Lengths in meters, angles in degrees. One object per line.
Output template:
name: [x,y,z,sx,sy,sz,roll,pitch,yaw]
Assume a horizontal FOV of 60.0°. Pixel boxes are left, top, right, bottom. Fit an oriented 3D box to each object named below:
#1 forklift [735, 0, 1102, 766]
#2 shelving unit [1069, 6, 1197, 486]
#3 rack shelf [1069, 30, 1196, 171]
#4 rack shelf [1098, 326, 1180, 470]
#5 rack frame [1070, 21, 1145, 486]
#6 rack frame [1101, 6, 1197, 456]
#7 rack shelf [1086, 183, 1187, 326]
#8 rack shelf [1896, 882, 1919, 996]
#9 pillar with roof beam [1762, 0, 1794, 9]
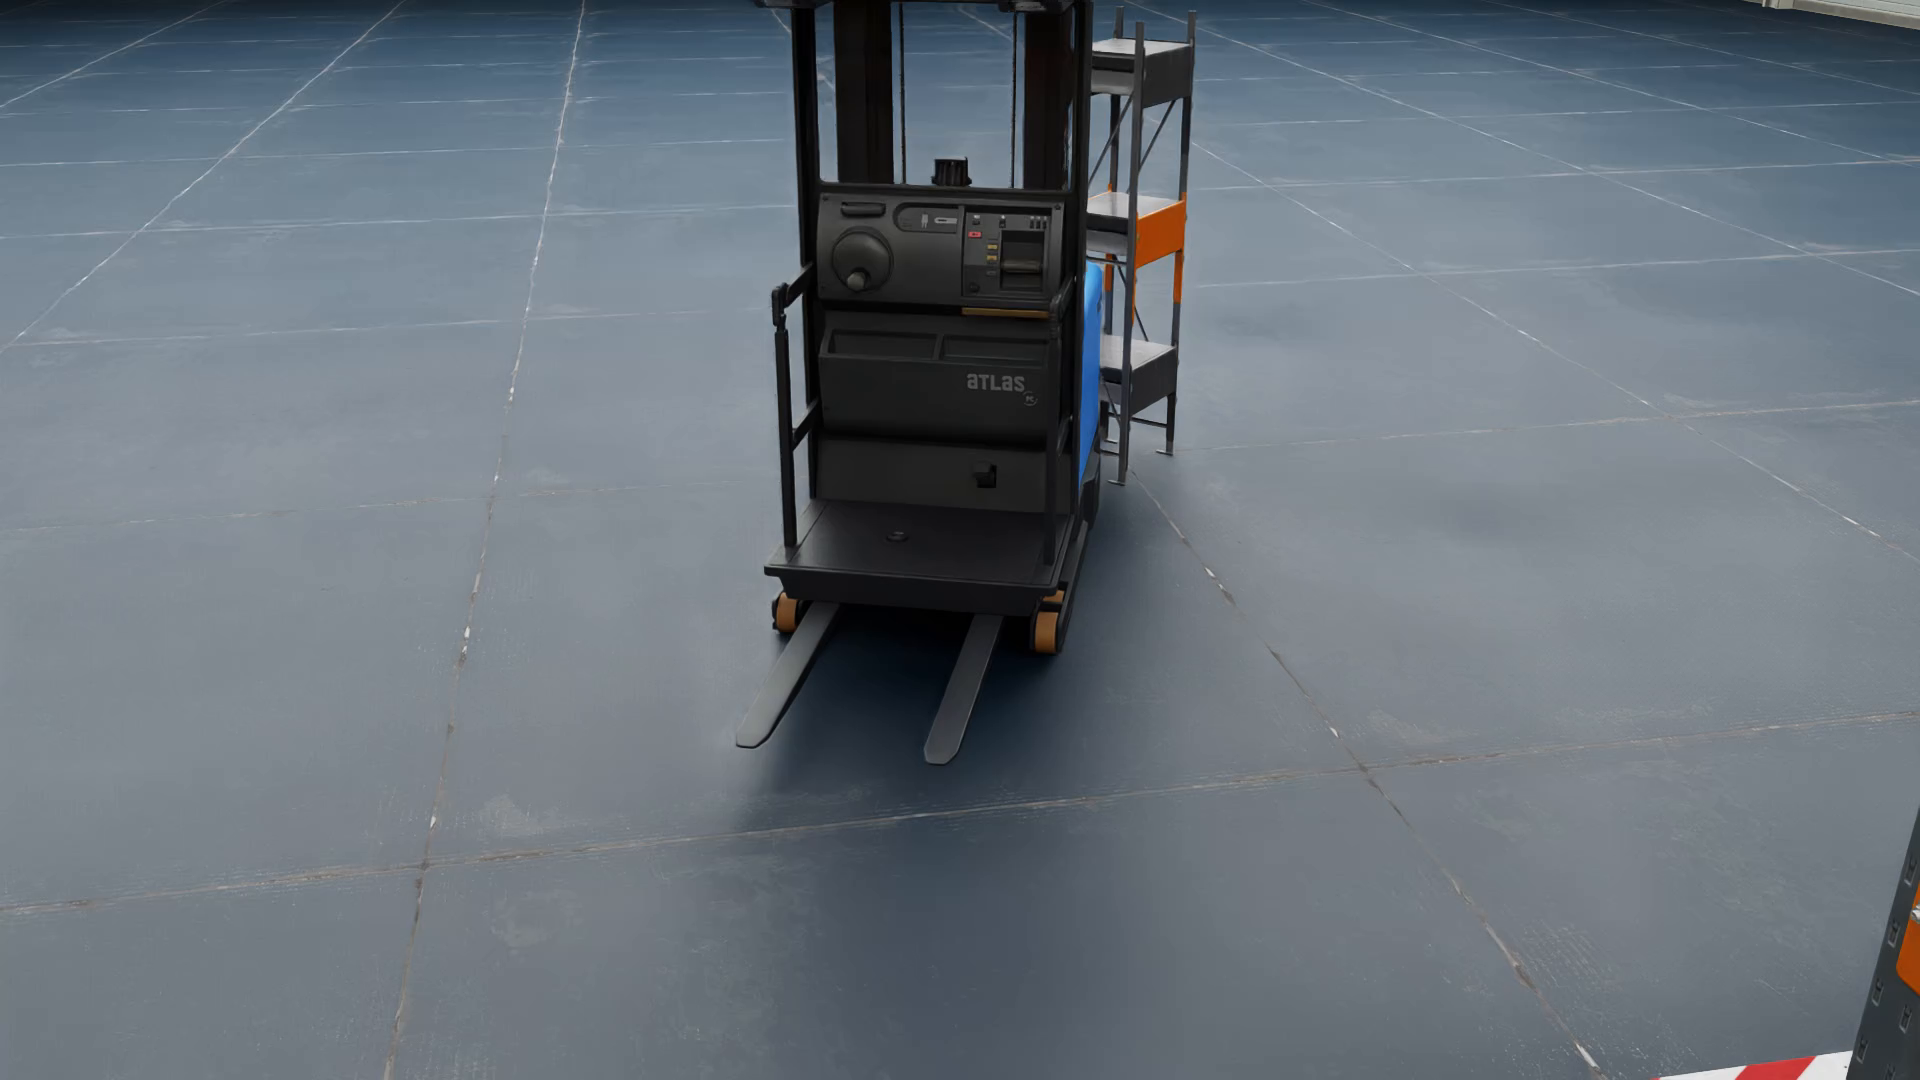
forklift: [-0.112,-1.068,6.033,1.130,2.935,3.031,4,24,9]
shelving unit: [0.744,-1.342,7.699,0.431,2.100,0.503,15,28,31]
rack shelf: [0.744,-1.971,7.425,0.431,0.518,0.480,15,28,31]
rack shelf: [0.745,-0.688,7.984,0.431,0.518,0.480,15,28,31]
rack frame: [0.609,-1.261,7.513,0.400,2.100,0.015,15,28,31]
rack frame: [0.880,-1.423,7.885,0.400,2.100,0.015,15,28,31]
rack shelf: [0.744,-1.330,7.704,0.431,0.518,0.480,15,28,31]
rack shelf: [2.586,1.373,1.258,1.077,0.370,4.000,-4,24,-10]
pillar with roof beam: [9.130,-12.503,24.634,9.100,9.000,0.400,-4,24,-10]
